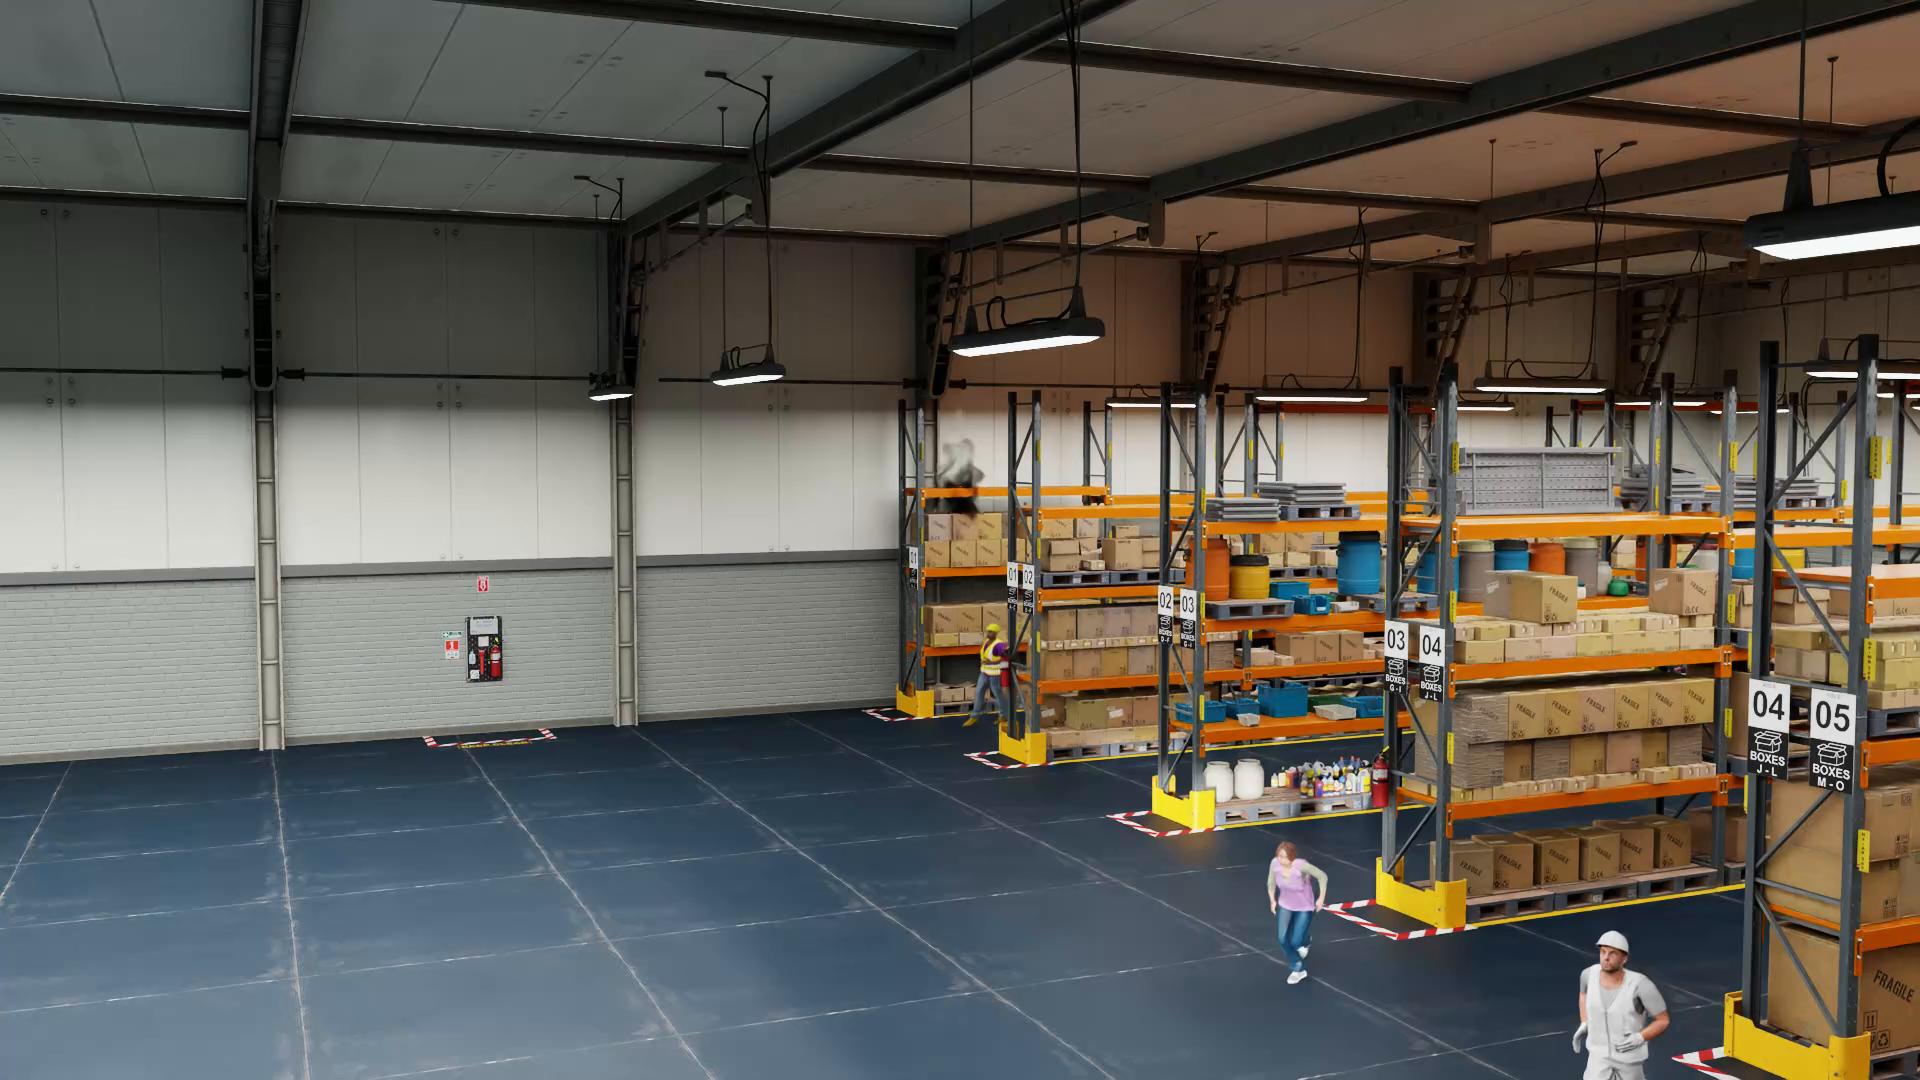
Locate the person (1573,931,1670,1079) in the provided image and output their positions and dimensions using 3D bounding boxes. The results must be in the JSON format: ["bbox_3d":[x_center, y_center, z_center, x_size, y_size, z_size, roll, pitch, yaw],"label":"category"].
[{"bbox_3d":[4.577,3.591,11.512,0.647,1.820,0.861,3,4,38],"label":"person"}]

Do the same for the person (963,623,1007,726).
[{"bbox_3d":[0.526,2.319,28.655,0.853,1.784,0.719,-2,4,-36],"label":"person"}]

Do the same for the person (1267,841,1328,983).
[{"bbox_3d":[3.233,3.532,15.874,0.565,1.428,0.783,2,4,30],"label":"person"}]
